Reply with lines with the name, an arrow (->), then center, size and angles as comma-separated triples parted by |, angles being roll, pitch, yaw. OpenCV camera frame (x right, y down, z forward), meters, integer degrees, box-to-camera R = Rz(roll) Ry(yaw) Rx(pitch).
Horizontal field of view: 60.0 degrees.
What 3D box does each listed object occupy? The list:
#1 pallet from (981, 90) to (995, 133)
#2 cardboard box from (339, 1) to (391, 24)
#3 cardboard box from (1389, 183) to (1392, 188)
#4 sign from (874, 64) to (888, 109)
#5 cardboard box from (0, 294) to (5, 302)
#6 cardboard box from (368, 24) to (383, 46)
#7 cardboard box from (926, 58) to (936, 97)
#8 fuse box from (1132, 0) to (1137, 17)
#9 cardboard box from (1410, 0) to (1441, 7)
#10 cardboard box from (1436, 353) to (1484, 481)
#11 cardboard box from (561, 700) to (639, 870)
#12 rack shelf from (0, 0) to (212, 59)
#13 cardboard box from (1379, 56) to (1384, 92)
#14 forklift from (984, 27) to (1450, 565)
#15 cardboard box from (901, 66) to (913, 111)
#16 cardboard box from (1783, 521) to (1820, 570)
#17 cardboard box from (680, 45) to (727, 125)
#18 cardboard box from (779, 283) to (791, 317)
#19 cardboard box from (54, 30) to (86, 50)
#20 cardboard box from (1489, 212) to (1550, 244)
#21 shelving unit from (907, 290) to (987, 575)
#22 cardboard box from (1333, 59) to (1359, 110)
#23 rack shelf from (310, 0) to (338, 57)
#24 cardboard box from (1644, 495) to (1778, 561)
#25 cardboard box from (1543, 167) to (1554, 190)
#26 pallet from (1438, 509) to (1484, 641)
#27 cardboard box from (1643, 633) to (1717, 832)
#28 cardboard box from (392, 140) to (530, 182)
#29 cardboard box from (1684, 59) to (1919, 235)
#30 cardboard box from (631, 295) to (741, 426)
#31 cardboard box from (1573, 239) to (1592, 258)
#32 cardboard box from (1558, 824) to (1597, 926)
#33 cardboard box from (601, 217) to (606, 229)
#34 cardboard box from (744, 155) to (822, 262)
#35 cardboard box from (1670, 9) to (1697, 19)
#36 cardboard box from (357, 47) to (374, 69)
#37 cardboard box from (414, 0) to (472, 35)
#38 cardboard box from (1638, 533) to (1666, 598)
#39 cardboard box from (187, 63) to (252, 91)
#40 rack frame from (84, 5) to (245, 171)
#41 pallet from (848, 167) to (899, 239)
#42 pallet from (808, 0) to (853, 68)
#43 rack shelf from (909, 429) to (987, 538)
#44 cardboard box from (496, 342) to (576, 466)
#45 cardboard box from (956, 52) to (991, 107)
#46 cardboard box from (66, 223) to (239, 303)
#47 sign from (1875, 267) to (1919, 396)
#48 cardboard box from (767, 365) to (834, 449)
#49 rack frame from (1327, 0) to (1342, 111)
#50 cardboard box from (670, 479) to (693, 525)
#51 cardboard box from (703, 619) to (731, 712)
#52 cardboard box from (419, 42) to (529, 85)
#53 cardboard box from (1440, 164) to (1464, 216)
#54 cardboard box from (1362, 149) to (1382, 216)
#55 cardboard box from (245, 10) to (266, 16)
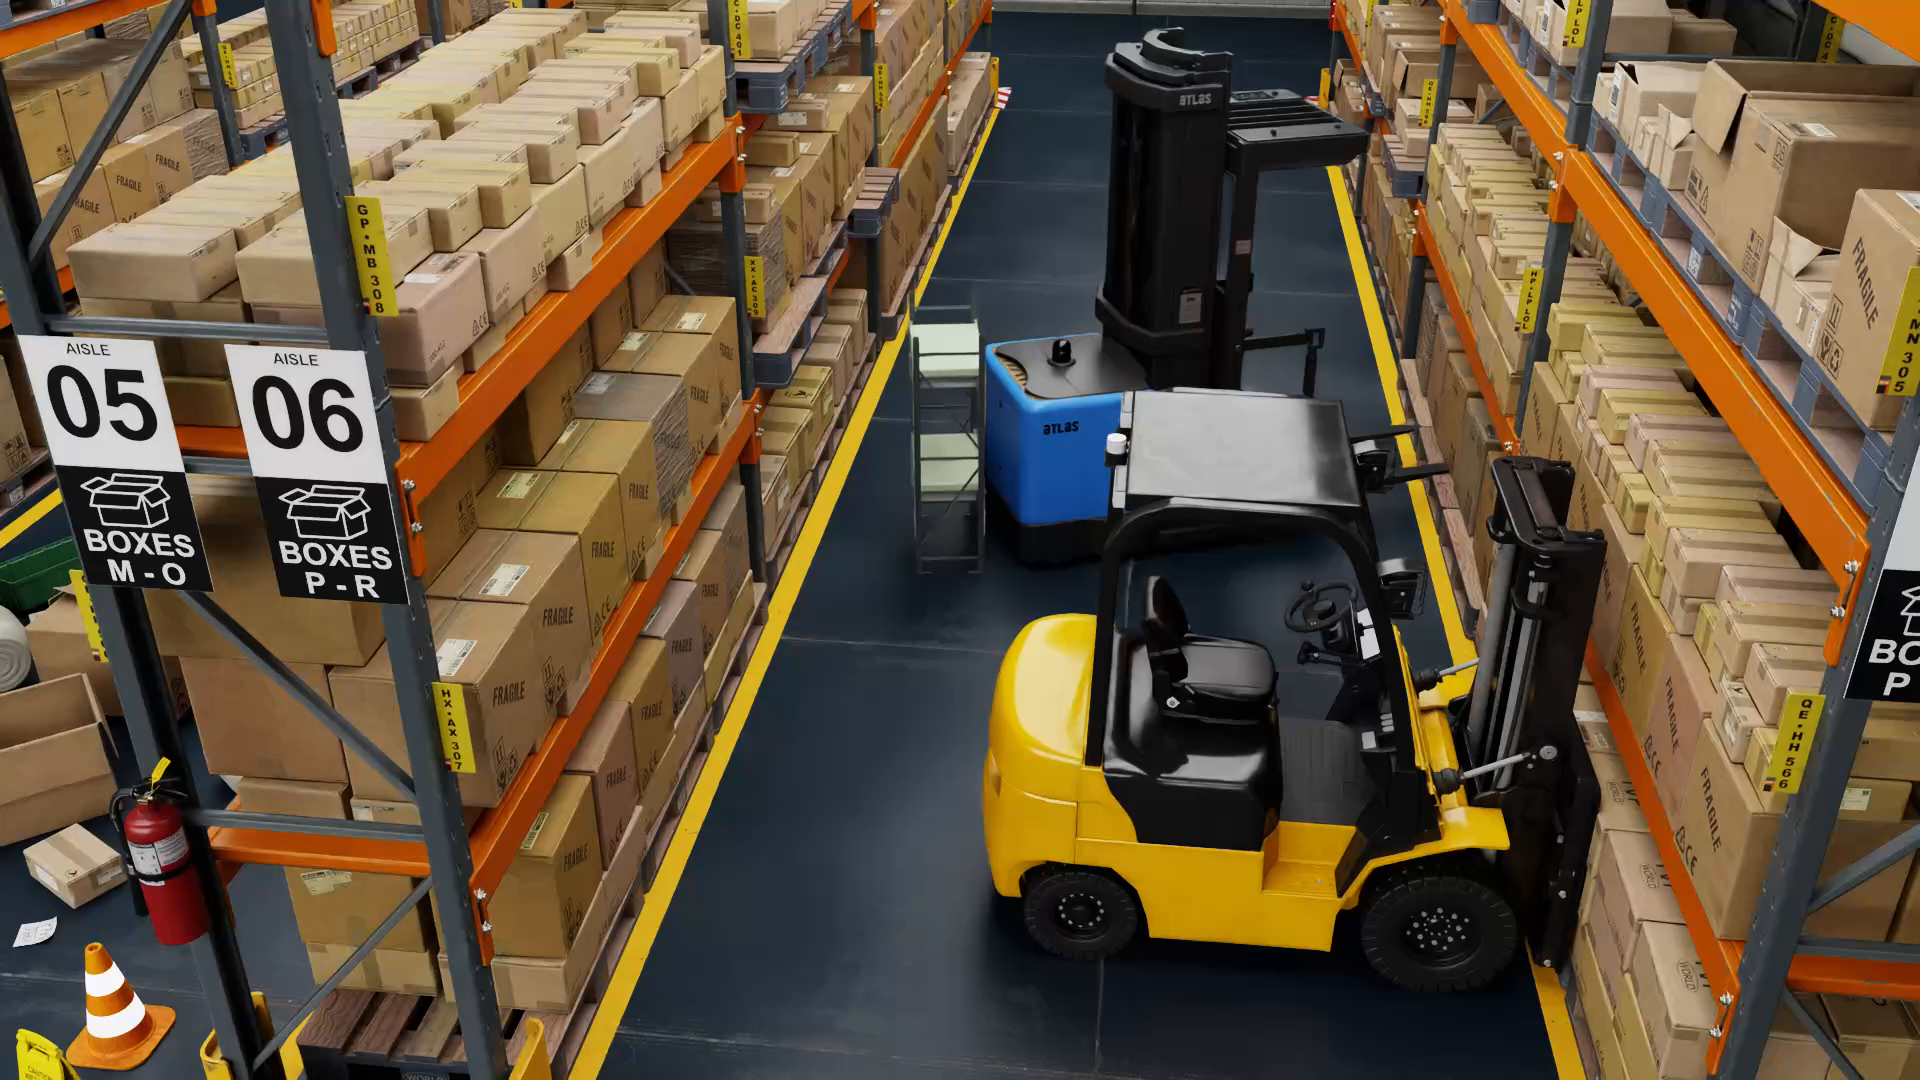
pallet -> -0.153, -4.995, 19.300 | 1.003, 0.211, 1.213 | 3, 28, 6
cardboard box -> -5.470, -4.849, 15.283 | 0.380, 0.149, 0.250 | 2, 28, 5
cardboard box -> 3.930, -3.150, 14.442 | 0.380, 0.149, 0.250 | 3, 28, 6
sign -> -0.574, -3.286, 12.050 | 0.100, 0.325, 0.005 | 3, 28, 6
cardboard box -> -6.136, -1.709, 10.155 | 0.500, 0.500, 0.500 | 4, 29, 7
cardboard box -> -5.495, -4.598, 15.131 | 0.380, 0.149, 0.250 | 2, 28, 5
cardboard box -> -0.492, -4.190, 15.022 | 0.500, 0.250, 0.500 | 3, 28, 5
fuse box -> 2.602, -8.502, 24.227 | 0.539, 1.711, 0.414 | 3, 28, 6
cardboard box -> 4.750, -5.515, 16.378 | 0.500, 0.500, 0.500 | 3, 28, 5
cardboard box -> 3.569, -0.773, 10.584 | 0.875, 0.625, 0.625 | 2, 28, 4
cardboard box -> -1.658, 1.002, 6.894 | 0.500, 0.500, 0.500 | 2, 28, 4
rack shelf -> -6.284, -3.141, 10.513 | 1.077, 0.370, 4.000 | 3, 28, 6
cardboard box -> 3.752, -3.929, 14.078 | 0.396, 0.266, 0.258 | 5, 29, 9
forklift -> 1.677, -1.518, 9.978 | 3.031, 2.935, 1.130 | -8, 29, -14
cardboard box -> -0.668, -3.694, 13.575 | 0.500, 0.250, 0.500 | 3, 28, 6
cardboard box -> 3.342, 0.020, 6.261 | 0.380, 0.149, 0.250 | 3, 28, 6
cardboard box -> -1.390, -2.117, 7.698 | 0.500, 0.250, 0.500 | 3, 28, 6
cardboard box -> -1.183, -1.389, 9.487 | 0.380, 0.149, 0.250 | 4, 29, 7
cardboard box -> -10.188, -5.276, 18.679 | 0.875, 0.875, 0.875 | 3, 28, 6
cardboard box -> 3.272, -1.775, 9.593 | 0.380, 0.149, 0.250 | 4, 29, 7
shelving unit -> -0.081, -0.636, 9.849 | 0.431, 1.500, 0.755 | -2, 28, -3
cardboard box -> 4.625, -5.121, 18.782 | 0.797, 0.503, 0.637 | 2, 28, 4
rack shelf -> -1.849, -2.337, 5.862 | 1.077, 0.370, 4.000 | 3, 28, 6
cardboard box -> 2.725, -0.034, 6.047 | 0.380, 0.149, 0.250 | 4, 29, 7
cardboard box -> 3.891, -2.230, 10.438 | 0.380, 0.149, 0.250 | 3, 28, 6
pallet -> 3.375, 0.210, 9.638 | 1.003, 0.211, 1.213 | 3, 28, 6
cardboard box -> 2.706, 0.679, 5.721 | 0.500, 0.500, 0.500 | 4, 29, 8
cardboard box -> -1.701, -1.259, 5.685 | 0.380, 0.149, 0.250 | 3, 28, 6
cardboard box -> 2.980, -1.353, 5.779 | 0.797, 0.503, 0.637 | 4, 29, 8
cardboard box -> -1.411, -0.907, 8.352 | 0.500, 0.500, 0.500 | 3, 28, 5
cardboard box -> 3.786, -1.524, 9.547 | 0.500, 0.250, 0.500 | 3, 28, 5
cardboard box -> 2.697, 1.293, 6.617 | 0.500, 0.250, 0.500 | 3, 28, 5
cardboard box -> -1.623, -1.277, 6.560 | 0.380, 0.149, 0.250 | 3, 28, 6
cardboard box -> -1.126, -1.987, 9.914 | 0.500, 0.500, 0.500 | 3, 28, 6
cardboard box -> 3.534, -2.621, 8.506 | 0.380, 0.149, 0.250 | 3, 28, 6
cardboard box -> -5.524, -4.348, 14.981 | 0.380, 0.149, 0.250 | 2, 28, 4
cardboard box -> -5.238, -5.355, 16.608 | 0.500, 0.500, 0.500 | 3, 28, 5
cardboard box -> 2.730, 0.100, 6.113 | 0.380, 0.149, 0.250 | 4, 29, 7
cardboard box -> -5.789, -3.623, 13.007 | 0.380, 0.149, 0.250 | 3, 28, 6
rack frame -> -6.038, -3.078, 12.802 | 1.000, 3.000, 0.127 | 3, 28, 6
pallet -> -1.095, -2.412, 11.767 | 1.213, 0.211, 1.003 | 3, 28, 6
pallet -> -1.298, -2.966, 9.628 | 1.213, 0.211, 1.003 | 3, 28, 6
rack shelf -> -0.081, -0.349, 10.004 | 0.431, 0.370, 0.720 | -2, 28, -3
cardboard box -> -2.019, -0.652, 6.823 | 0.700, 0.500, 0.500 | 3, 28, 6
cardboard box -> -0.115, -5.345, 19.266 | 0.875, 0.438, 0.875 | 2, 28, 4
cardboard box -> -2.345, -0.810, 4.852 | 0.380, 0.149, 0.250 | 4, 29, 7
sign -> 2.296, -0.500, 4.002 | 0.100, 0.325, 0.005 | 3, 28, 6
cardboard box -> -1.373, -0.897, 11.079 | 0.950, 0.372, 0.625 | 4, 29, 8
rack frame -> 4.794, -6.317, 18.814 | 1.000, 3.000, 0.127 | 3, 28, 6
cardboard box -> -1.462, -0.197, 7.719 | 0.380, 0.149, 0.250 | 3, 28, 5
cardboard box -> -1.464, 0.615, 8.402 | 0.500, 0.250, 0.500 | 3, 28, 5
cardboard box -> -2.069, -2.017, 7.093 | 0.380, 0.149, 0.250 | 3, 28, 6
cardboard box -> 3.454, -2.275, 10.942 | 0.500, 0.250, 0.500 | 4, 29, 8
cardboard box -> 4.021, -3.304, 15.414 | 0.500, 0.500, 0.500 | 5, 29, 8
cardboard box -> -6.179, -4.649, 14.911 | 0.380, 0.149, 0.250 | 3, 28, 6
